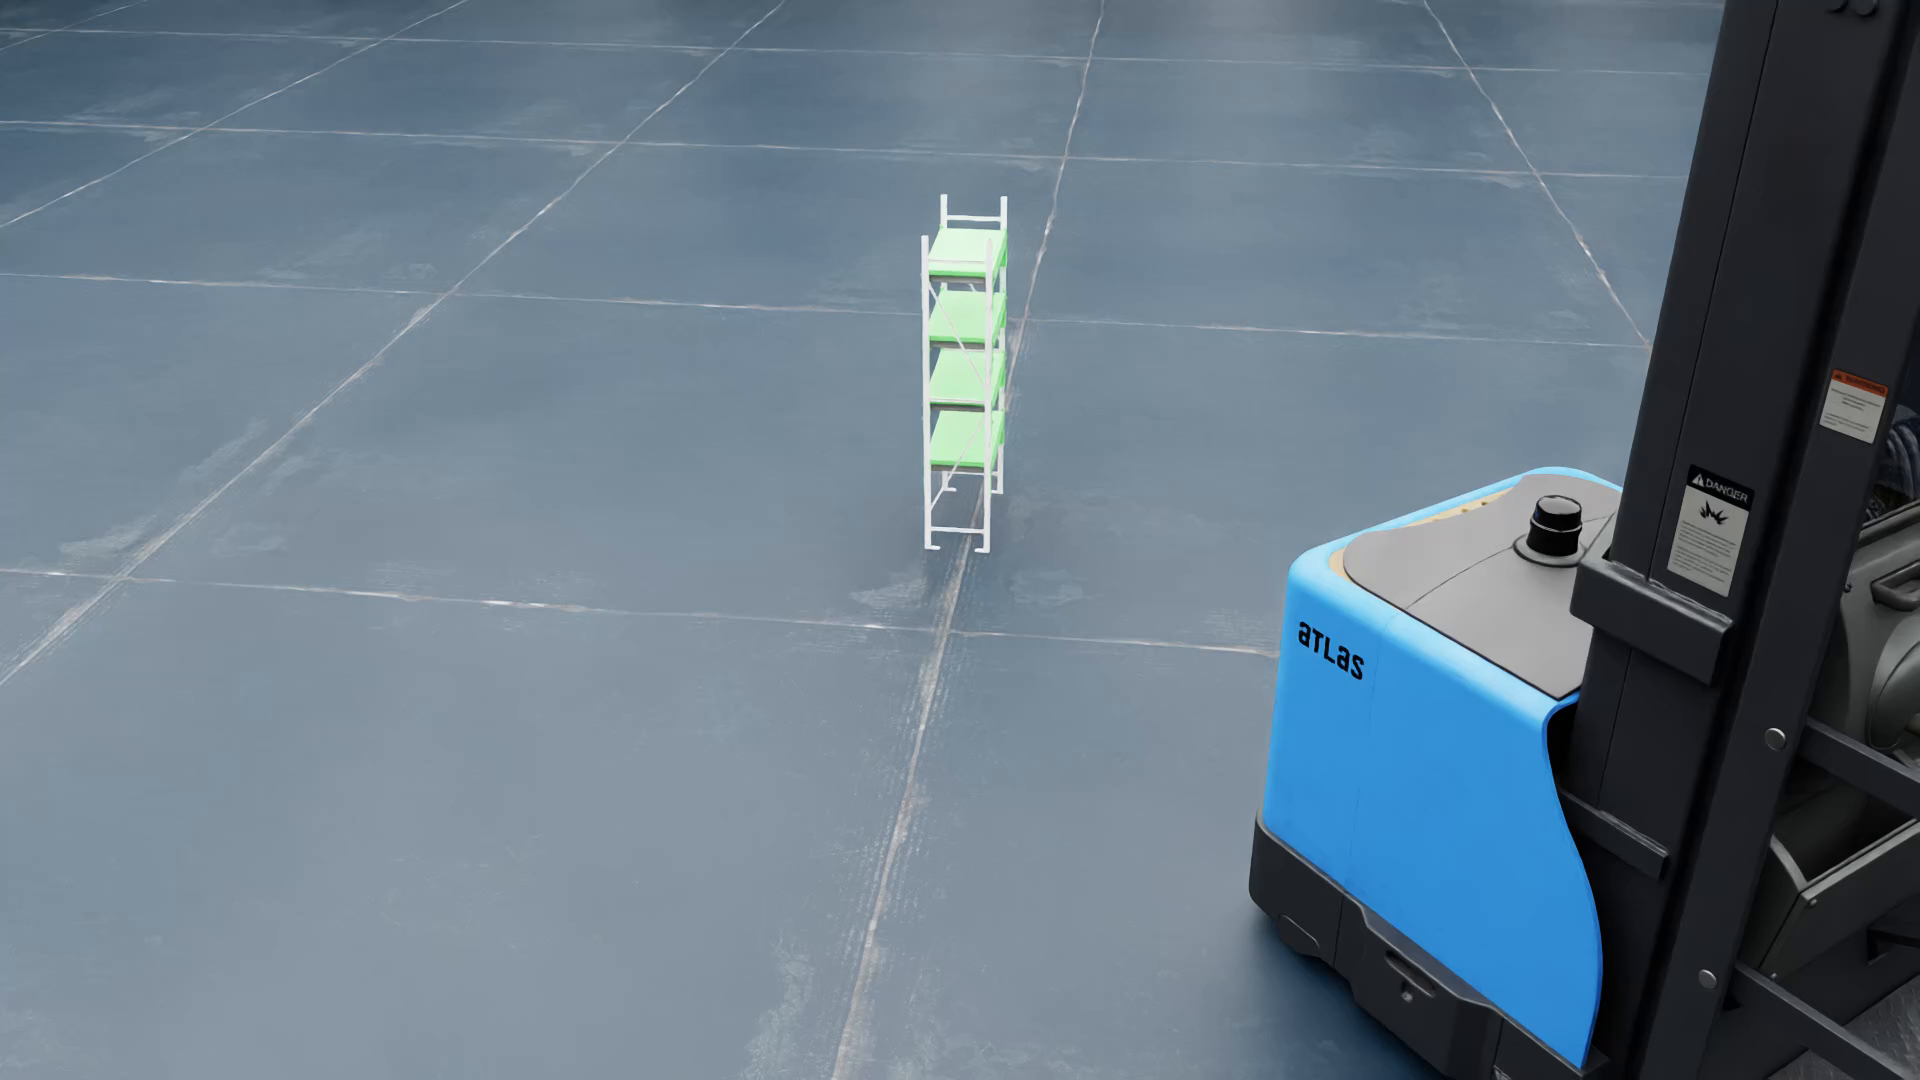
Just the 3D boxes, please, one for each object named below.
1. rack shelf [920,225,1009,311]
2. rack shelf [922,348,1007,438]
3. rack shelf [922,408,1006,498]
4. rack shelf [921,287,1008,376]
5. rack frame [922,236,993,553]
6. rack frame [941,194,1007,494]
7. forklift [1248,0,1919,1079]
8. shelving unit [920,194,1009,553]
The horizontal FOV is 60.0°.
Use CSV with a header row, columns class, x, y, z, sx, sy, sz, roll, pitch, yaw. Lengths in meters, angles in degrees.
class,x,y,z,sx,sy,sz,roll,pitch,yaw
rack shelf,0.020,-0.972,5.913,0.258,0.148,0.480,3,28,6
rack shelf,0.020,-0.550,6.140,0.258,0.148,0.480,3,28,6
rack shelf,0.020,-0.339,6.254,0.258,0.148,0.480,3,28,6
rack shelf,0.020,-0.761,6.027,0.258,0.148,0.480,3,28,6
rack frame,-0.010,-0.491,5.897,0.240,1.200,0.015,3,28,6
rack frame,0.050,-0.721,6.323,0.240,1.200,0.015,3,28,6
forklift,1.987,0.151,2.880,1.130,2.935,3.031,-17,33,-29
shelving unit,0.020,-0.606,6.110,0.258,1.200,0.503,3,28,6
